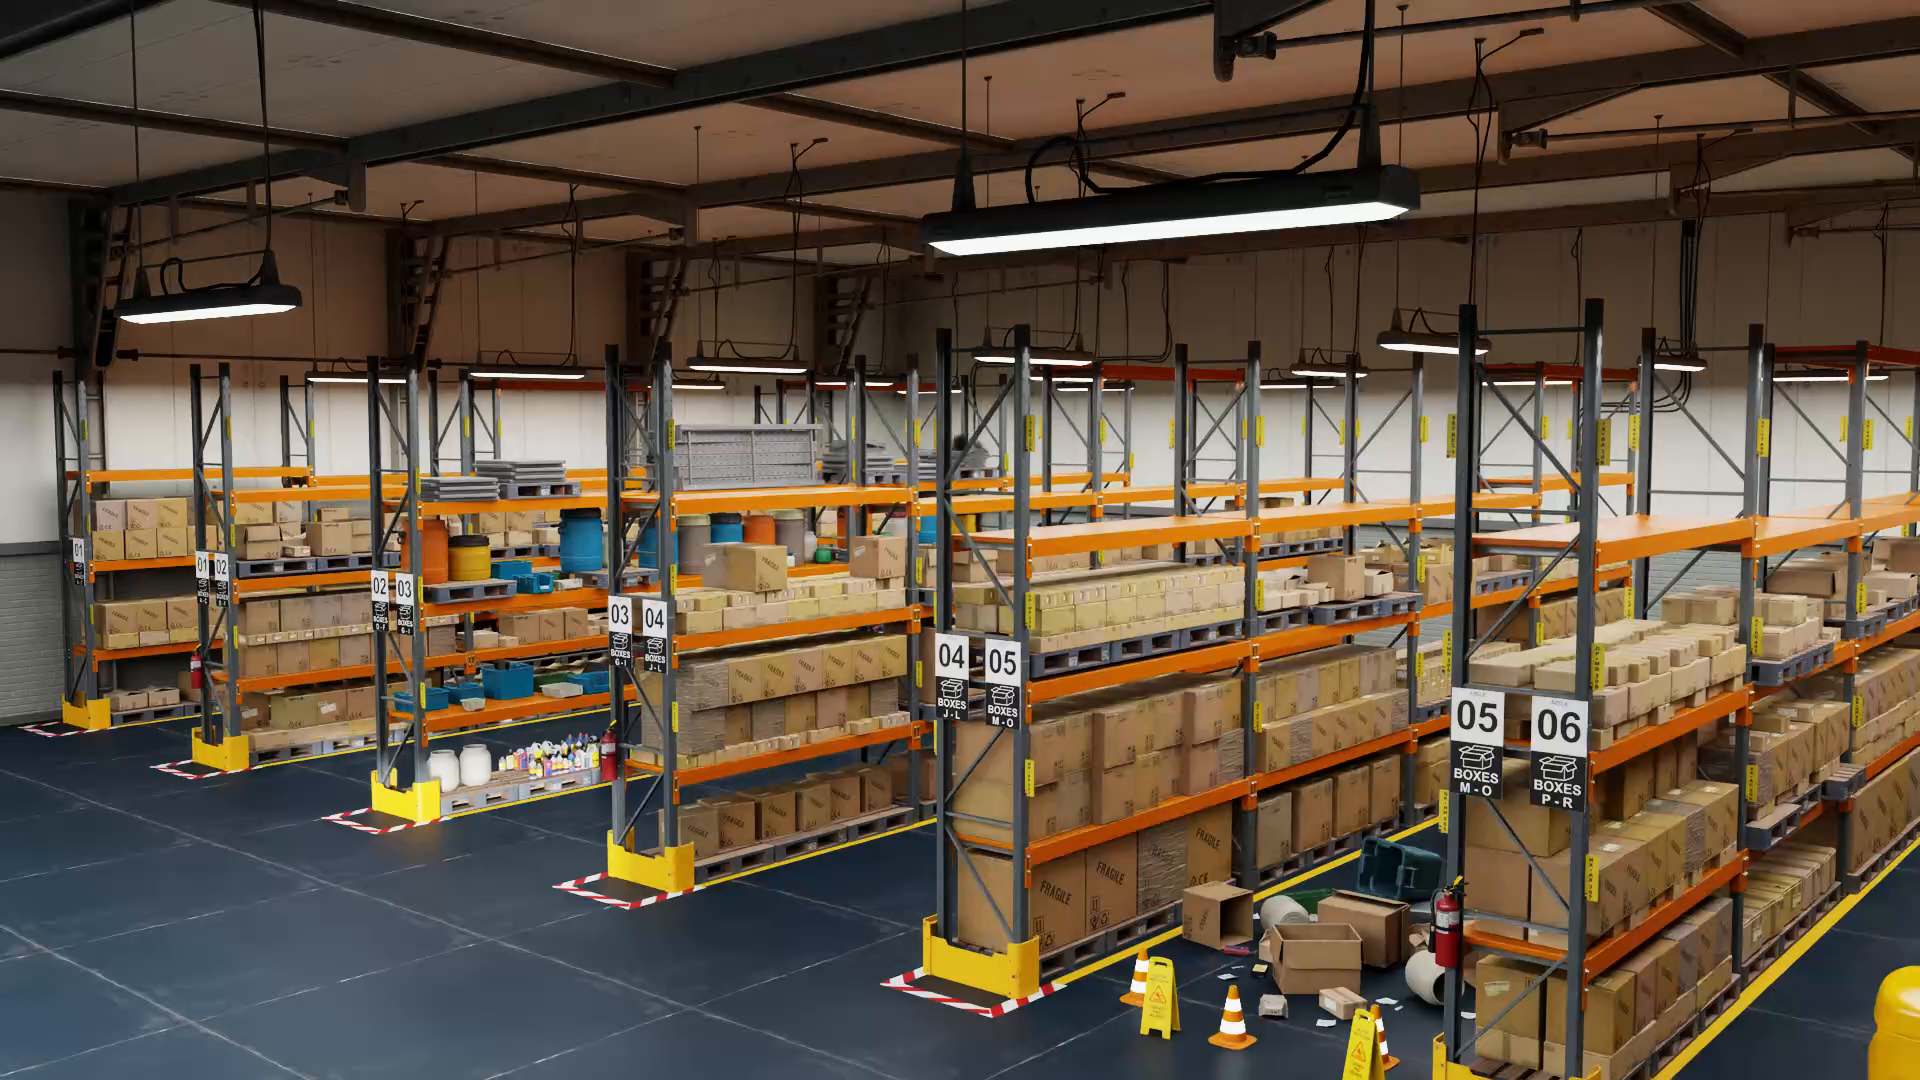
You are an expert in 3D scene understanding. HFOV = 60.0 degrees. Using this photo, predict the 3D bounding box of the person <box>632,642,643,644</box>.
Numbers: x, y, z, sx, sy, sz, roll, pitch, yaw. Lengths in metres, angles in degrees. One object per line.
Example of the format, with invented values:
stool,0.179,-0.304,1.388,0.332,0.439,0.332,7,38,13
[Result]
person,-6.676,1.889,34.067,0.654,1.738,0.827,0,4,-2
